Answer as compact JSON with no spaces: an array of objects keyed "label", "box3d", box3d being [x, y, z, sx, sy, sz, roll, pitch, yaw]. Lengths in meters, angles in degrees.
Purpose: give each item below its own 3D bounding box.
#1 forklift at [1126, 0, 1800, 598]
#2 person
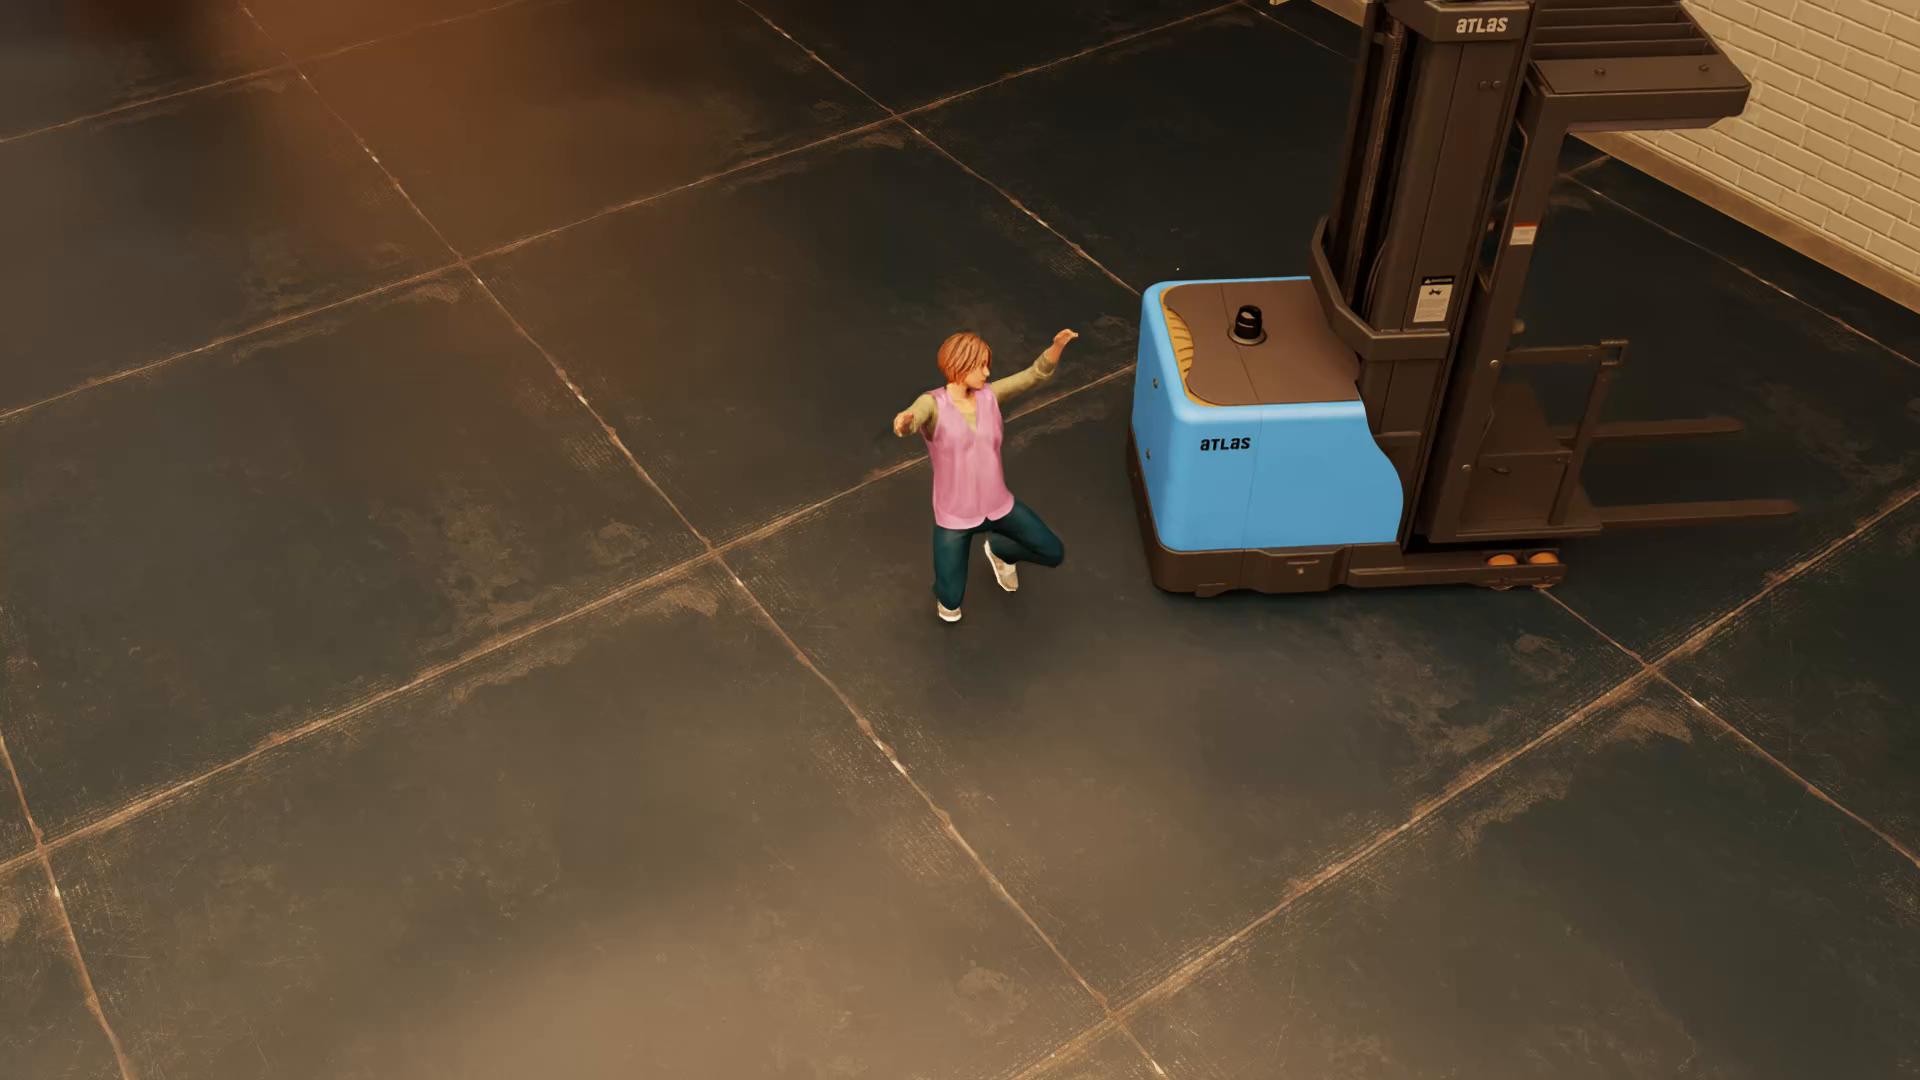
[{"label":"forklift","box3d":[2.358,-1.207,7.025,3.031,2.935,1.130,-3,43,-3]},{"label":"person","box3d":[0.017,-0.255,7.027,0.843,1.506,0.631,-19,46,-19]}]
